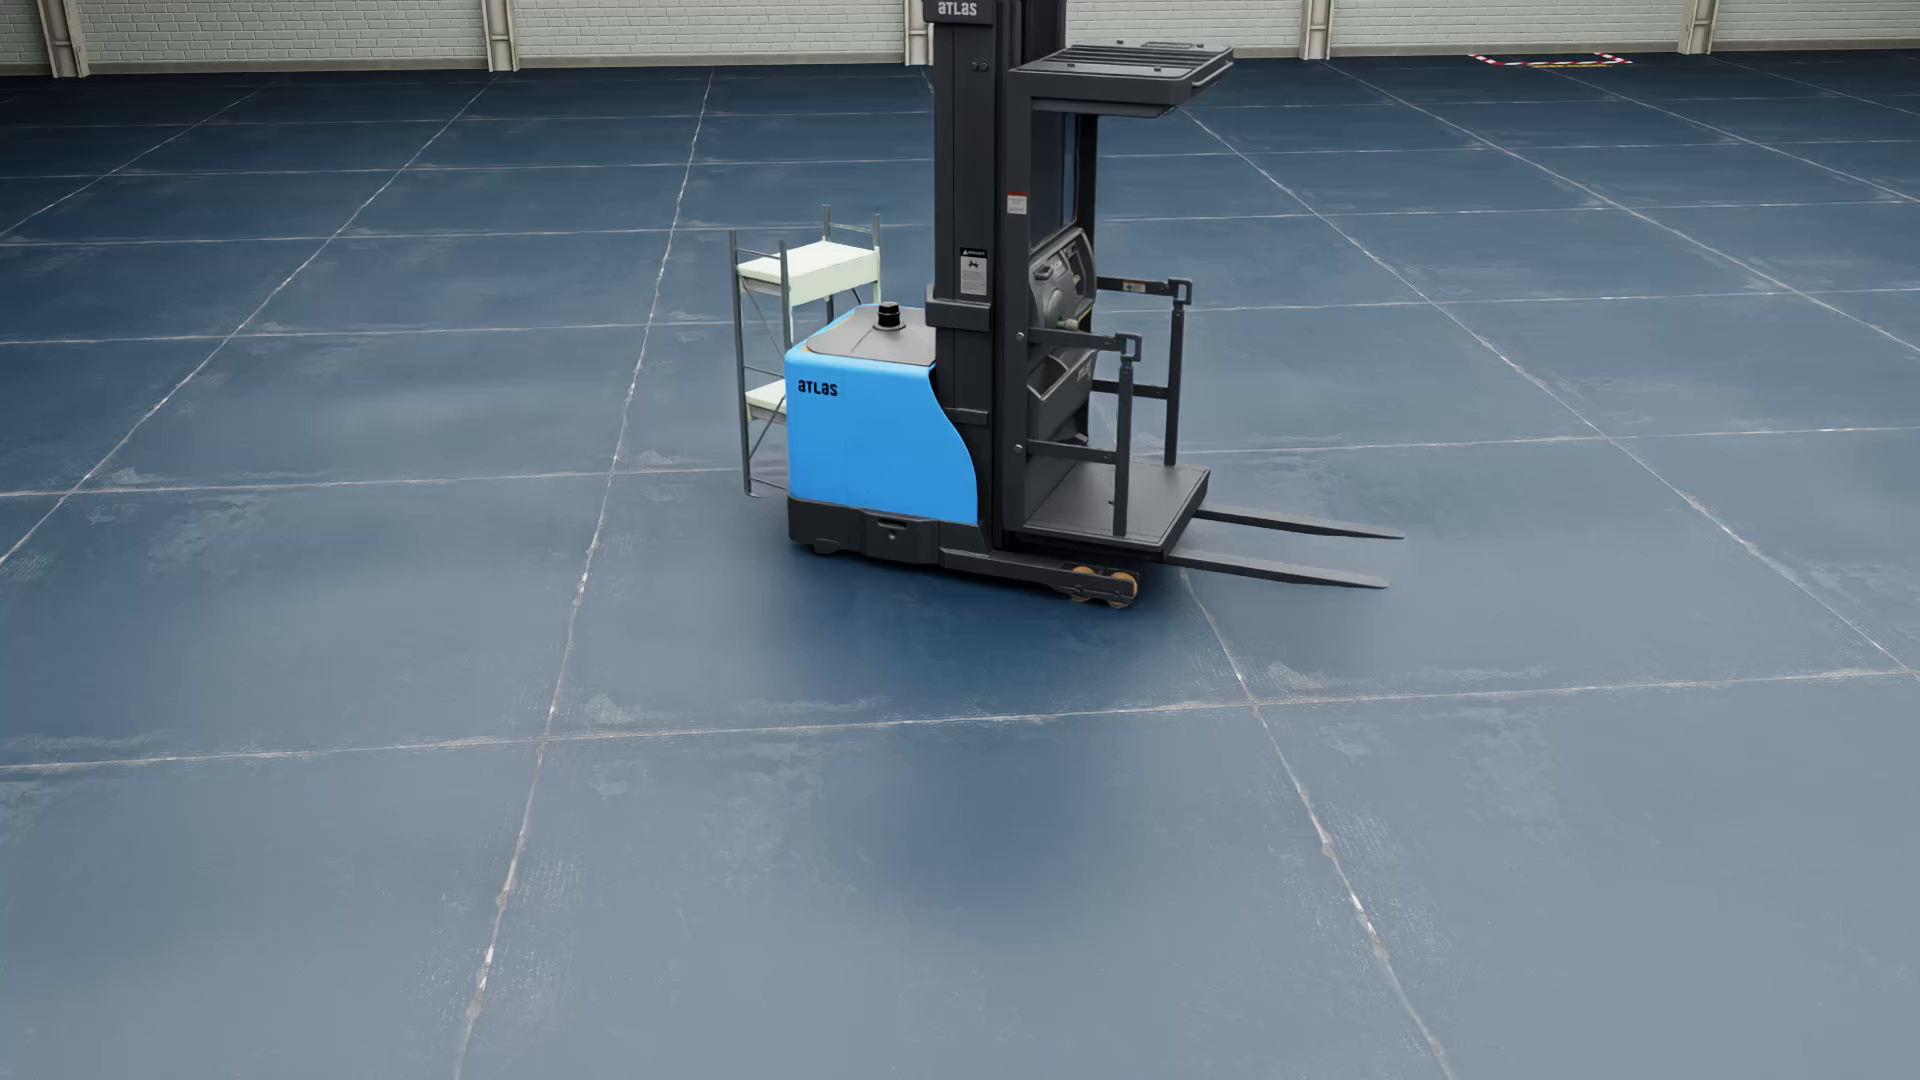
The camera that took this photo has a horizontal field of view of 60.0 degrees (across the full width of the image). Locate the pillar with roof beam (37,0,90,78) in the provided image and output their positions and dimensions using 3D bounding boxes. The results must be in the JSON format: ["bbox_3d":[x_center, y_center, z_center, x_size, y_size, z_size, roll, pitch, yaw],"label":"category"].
[{"bbox_3d":[-12.140,-8.939,17.782,0.400,9.000,9.100,-2,24,-5],"label":"pillar with roof beam"}]

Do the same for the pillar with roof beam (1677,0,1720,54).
[{"bbox_3d":[11.744,-9.897,19.937,0.400,9.000,9.100,-2,24,-5],"label":"pillar with roof beam"}]

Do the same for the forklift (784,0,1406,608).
[{"bbox_3d":[0.684,-1.257,7.970,3.031,2.935,1.130,9,25,19],"label":"forklift"}]

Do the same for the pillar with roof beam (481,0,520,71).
[{"bbox_3d":[-6.169,-9.178,18.321,0.400,9.000,9.100,-2,24,-5],"label":"pillar with roof beam"}]

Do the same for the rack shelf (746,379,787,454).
[{"bbox_3d":[-0.821,-0.716,9.315,0.431,0.370,0.720,17,29,34],"label":"rack shelf"}]

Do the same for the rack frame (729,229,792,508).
[{"bbox_3d":[-1.048,-0.897,8.920,0.400,1.500,0.023,17,29,34],"label":"rack frame"}]

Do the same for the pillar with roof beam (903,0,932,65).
[{"bbox_3d":[-0.198,-9.418,18.859,0.400,9.000,9.100,-2,24,-5],"label":"pillar with roof beam"}]

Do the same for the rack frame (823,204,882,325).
[{"bbox_3d":[-0.597,-1.131,9.446,0.400,1.500,0.023,17,29,34],"label":"rack frame"}]

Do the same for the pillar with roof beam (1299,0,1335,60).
[{"bbox_3d":[5.773,-9.657,19.398,0.400,9.000,9.100,-2,24,-5],"label":"pillar with roof beam"}]

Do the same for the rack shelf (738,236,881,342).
[{"bbox_3d":[-0.824,-1.371,9.026,0.431,0.370,0.720,17,29,34],"label":"rack shelf"}]

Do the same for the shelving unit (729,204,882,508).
[{"bbox_3d":[-0.822,-1.014,9.183,0.431,1.500,0.755,17,29,34],"label":"shelving unit"}]
